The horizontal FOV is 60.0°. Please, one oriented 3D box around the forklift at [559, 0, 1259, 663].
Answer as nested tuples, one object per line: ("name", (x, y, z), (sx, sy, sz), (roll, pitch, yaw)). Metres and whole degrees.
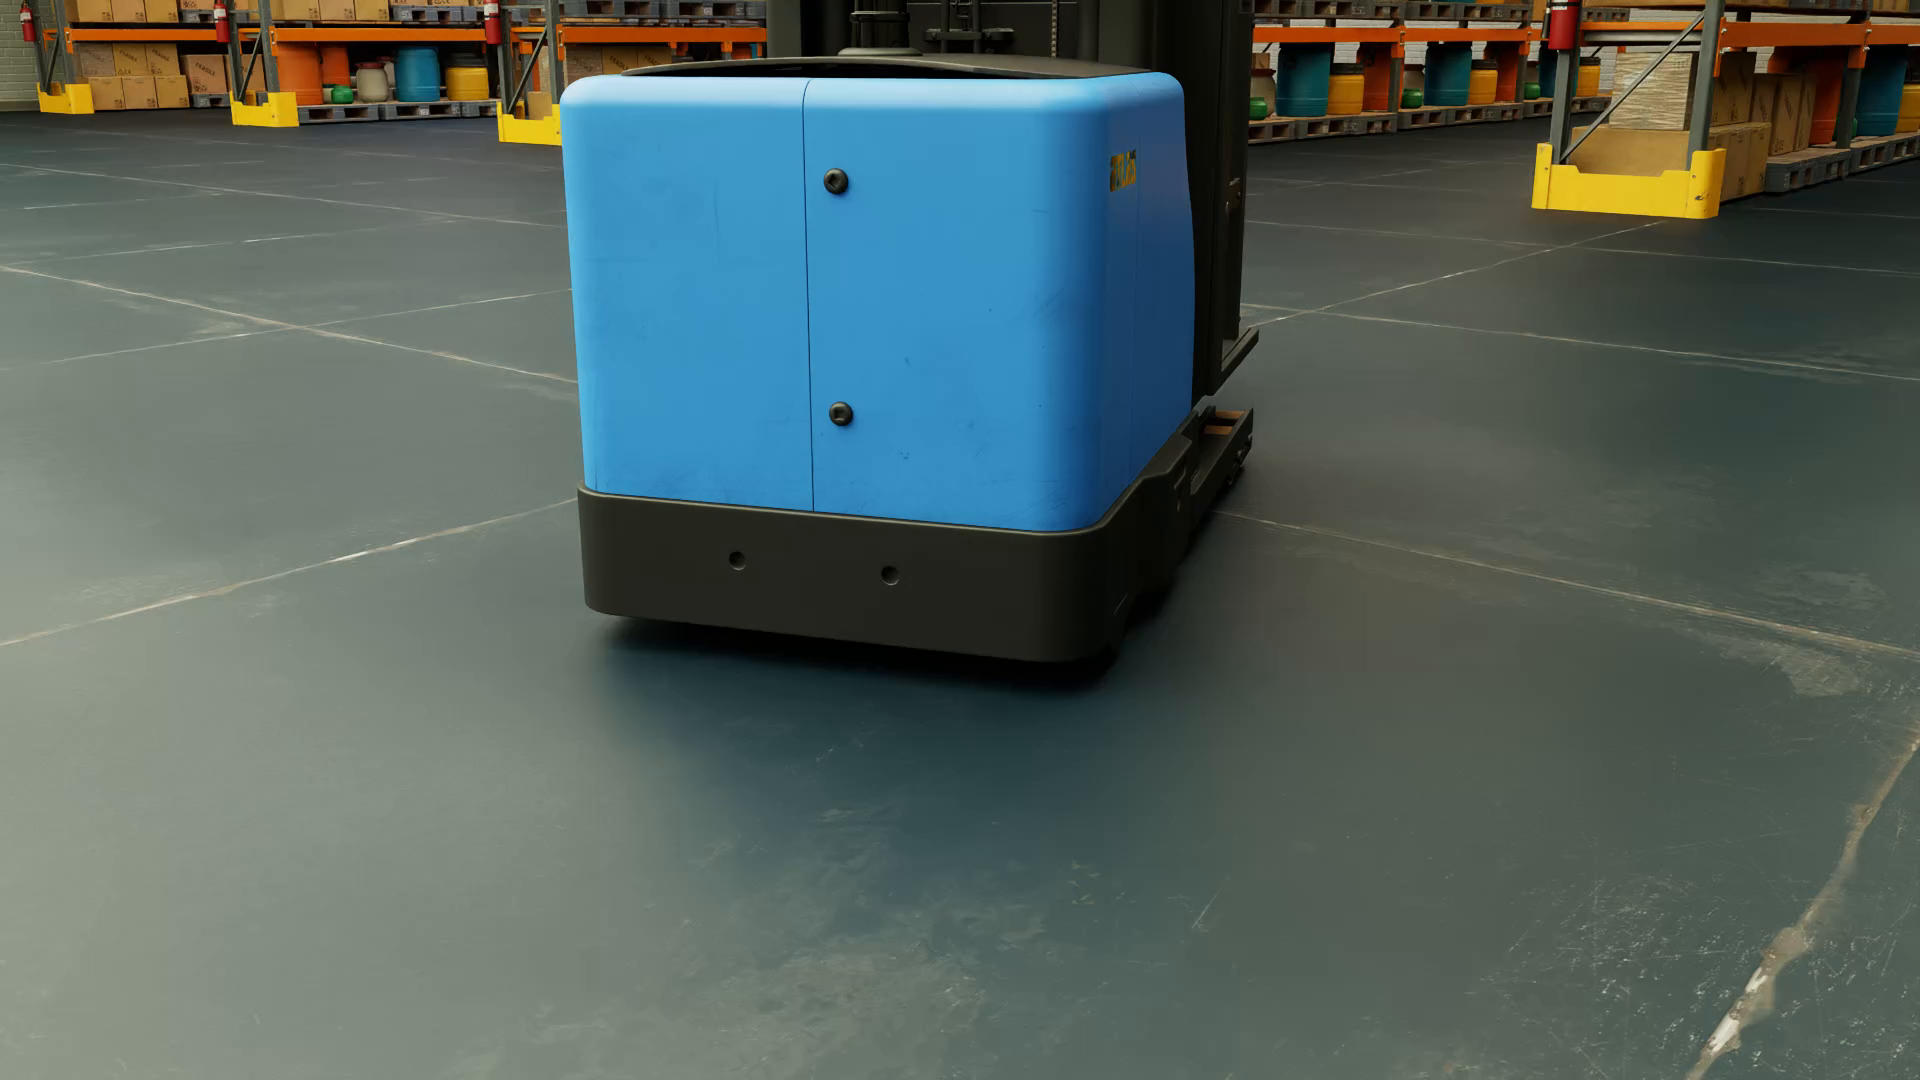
("forklift", (0.182, -1.571, 4.072), (1.130, 2.935, 3.031), (5, 18, 17))
